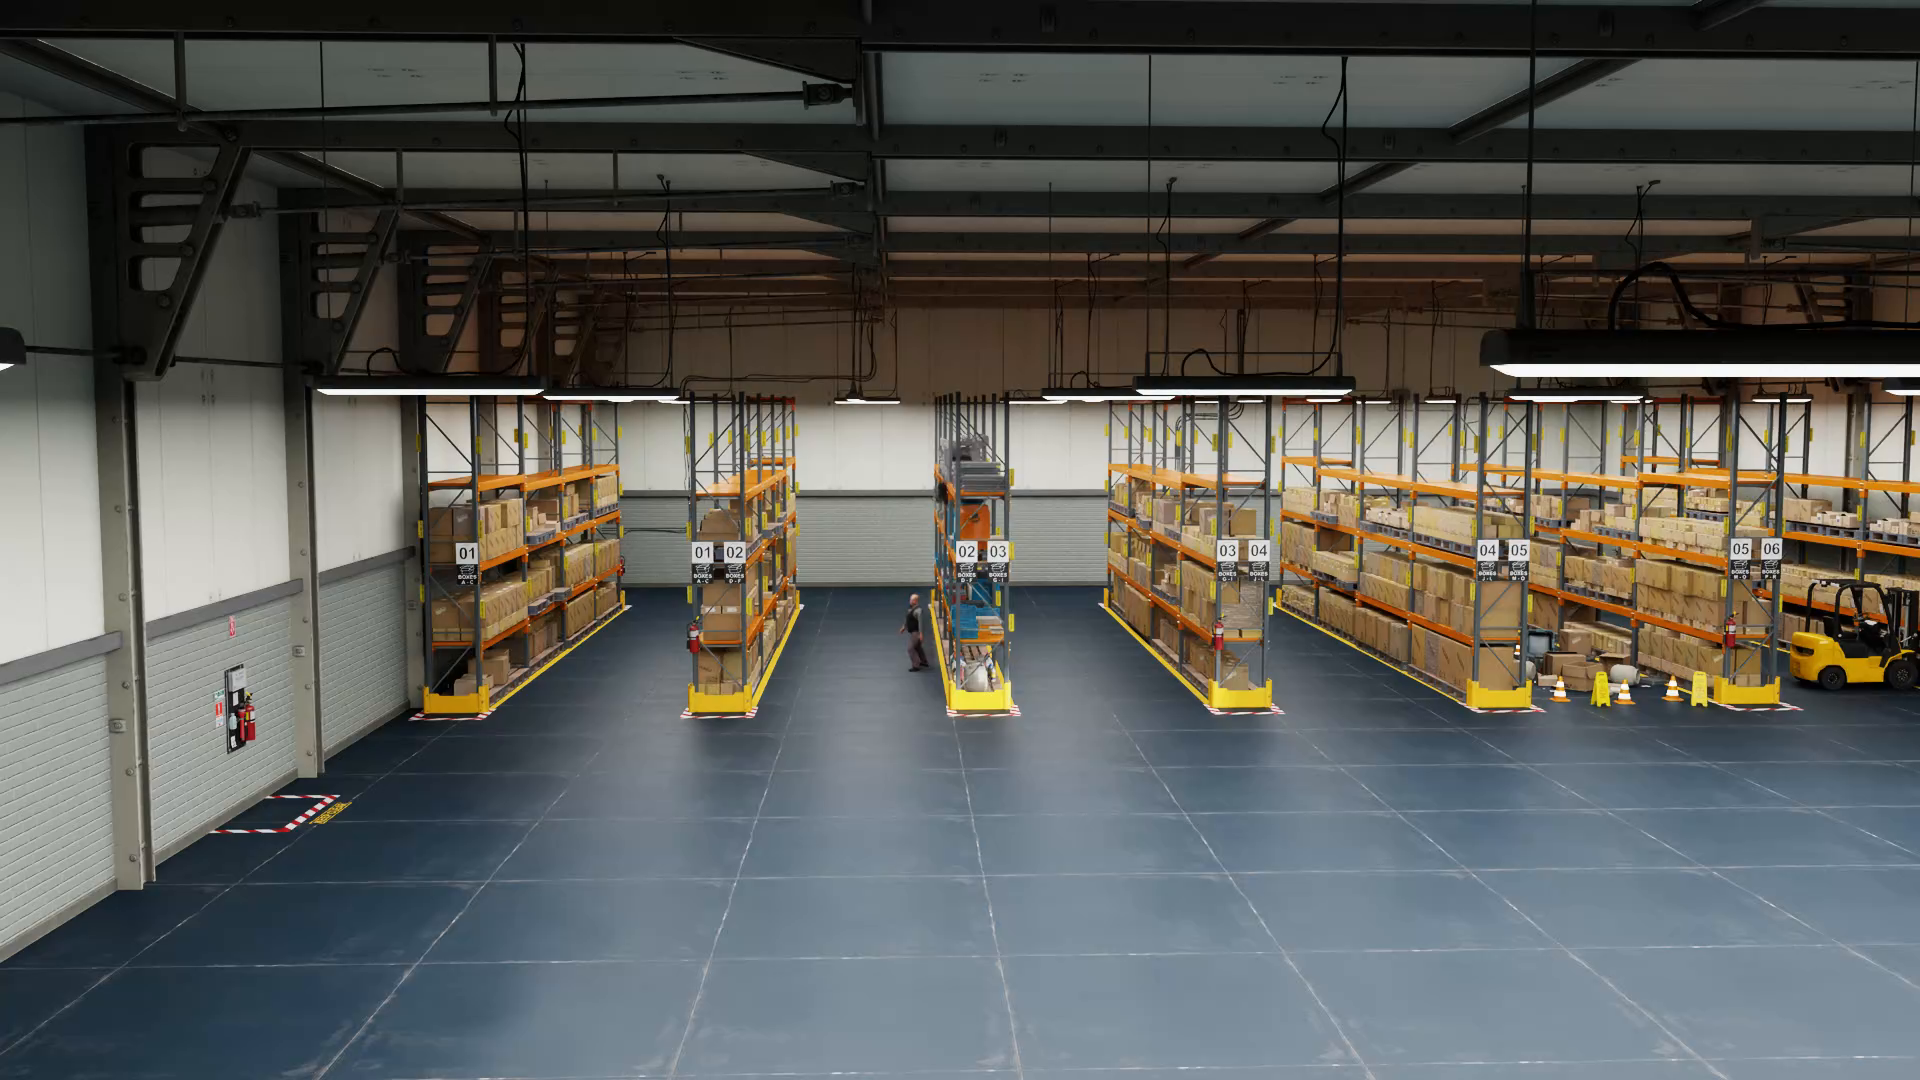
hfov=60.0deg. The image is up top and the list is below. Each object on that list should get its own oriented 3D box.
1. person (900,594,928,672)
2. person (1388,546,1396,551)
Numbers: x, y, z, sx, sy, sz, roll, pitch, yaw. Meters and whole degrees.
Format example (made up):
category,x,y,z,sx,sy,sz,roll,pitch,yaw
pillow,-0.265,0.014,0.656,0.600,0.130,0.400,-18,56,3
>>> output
category,x,y,z,sx,sy,sz,roll,pitch,yaw
person,-0.958,1.992,36.192,0.679,1.669,0.847,-2,5,-20
person,12.704,0.963,49.073,0.684,1.681,0.556,-1,5,-9
